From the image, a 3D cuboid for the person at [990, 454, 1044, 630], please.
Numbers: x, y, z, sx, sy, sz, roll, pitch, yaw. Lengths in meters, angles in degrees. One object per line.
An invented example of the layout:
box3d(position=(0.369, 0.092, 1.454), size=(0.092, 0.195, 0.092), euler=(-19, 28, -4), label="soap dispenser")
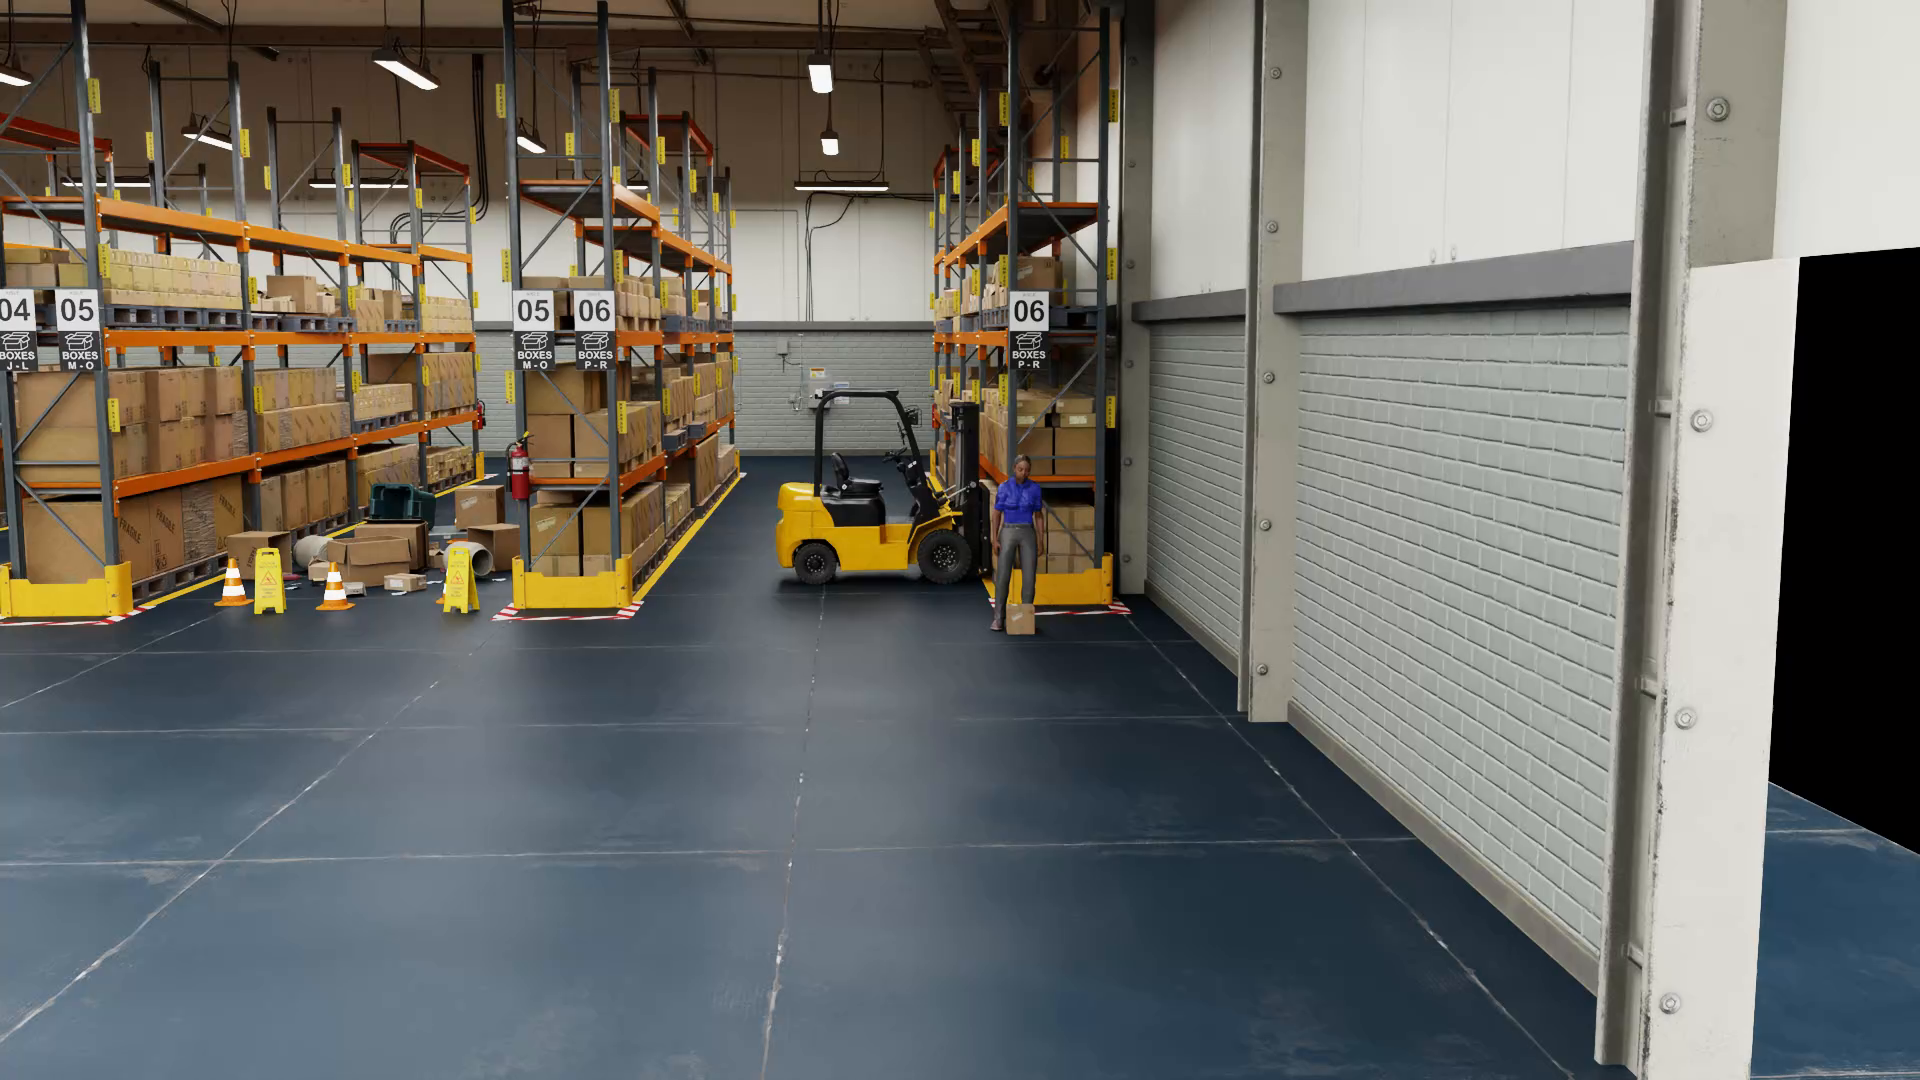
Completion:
box3d(position=(0.538, 0.013, 15.671), size=(0.527, 1.653, 0.350), euler=(-1, 7, -7), label="person")
